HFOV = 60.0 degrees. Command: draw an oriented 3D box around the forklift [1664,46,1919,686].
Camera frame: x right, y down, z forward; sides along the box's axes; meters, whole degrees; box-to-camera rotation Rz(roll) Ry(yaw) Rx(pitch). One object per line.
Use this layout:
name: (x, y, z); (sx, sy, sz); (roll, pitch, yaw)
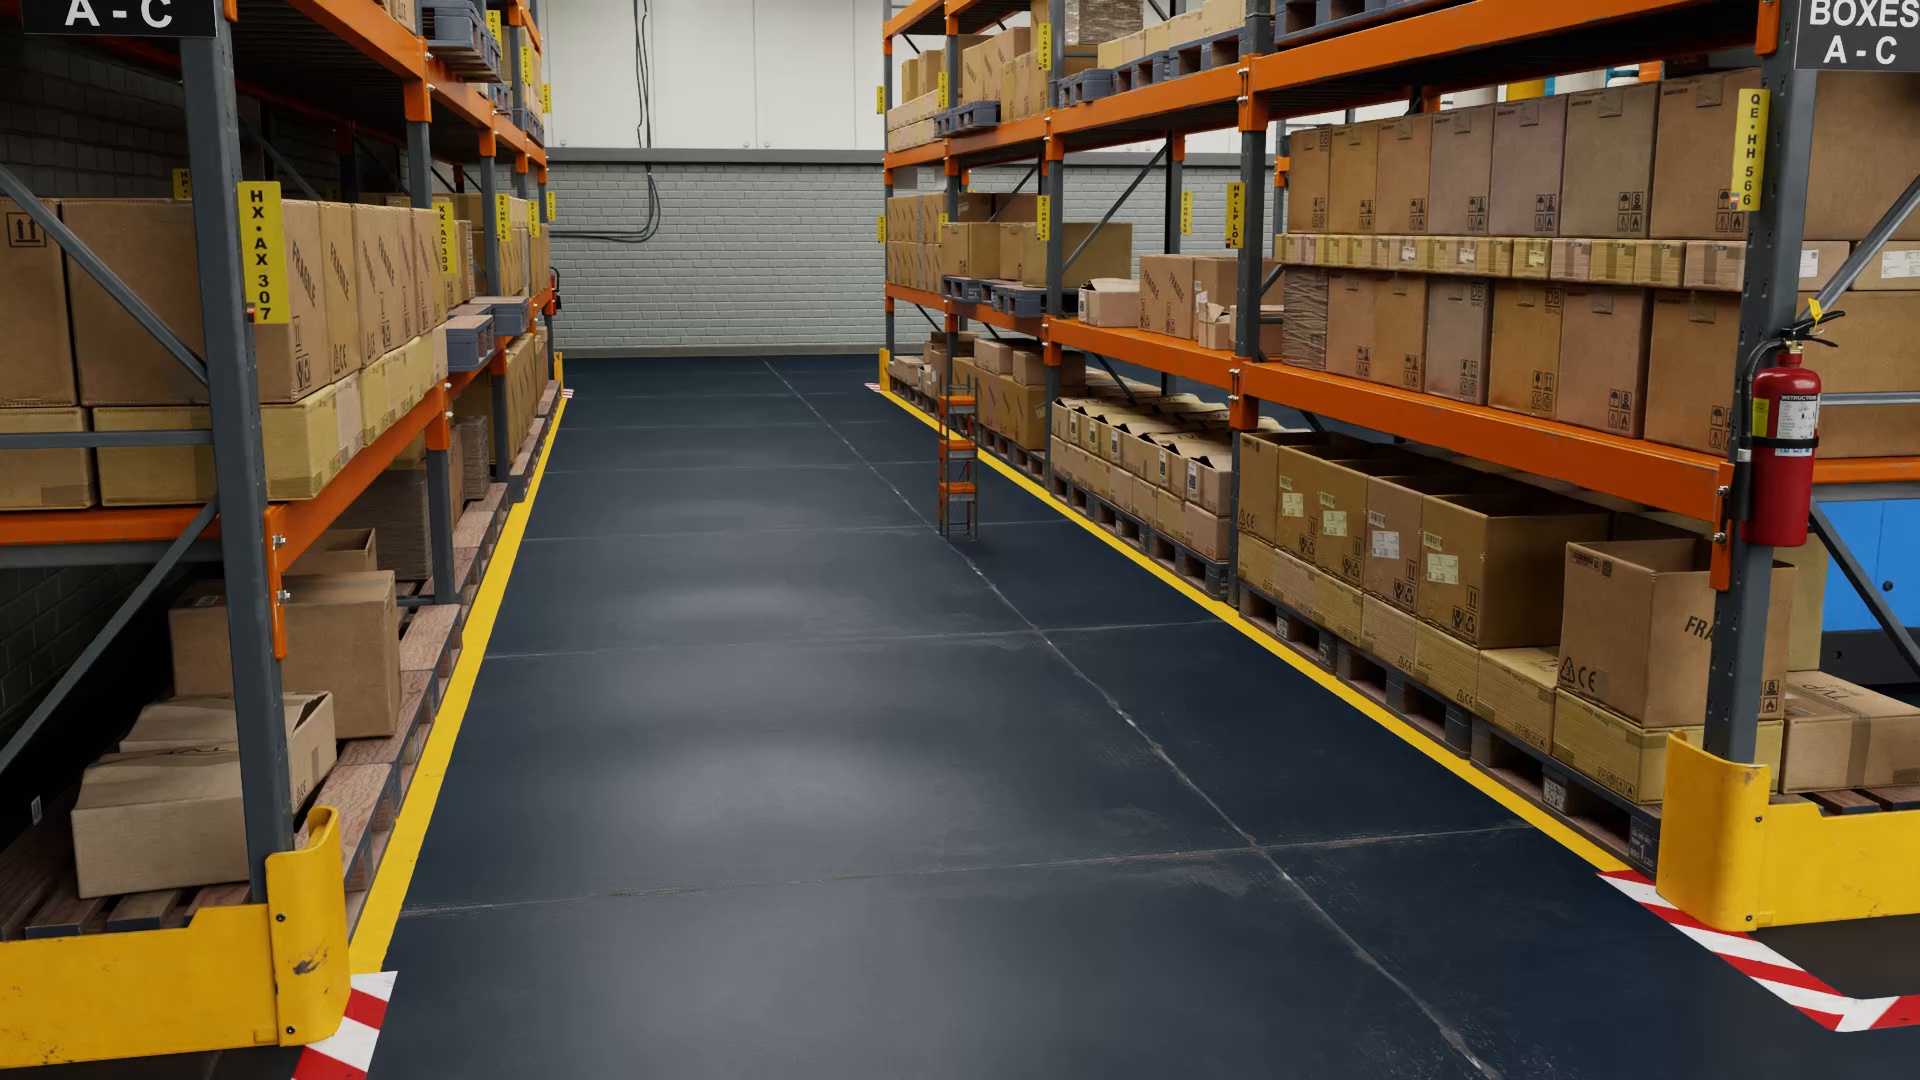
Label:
forklift: (3.587, -1.031, 8.272); (1.130, 2.935, 3.031); (-2, 11, -10)

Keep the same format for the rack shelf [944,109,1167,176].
rack shelf: (0.762, -3.356, 14.210); (1.077, 0.370, 4.000); (-2, 11, -11)

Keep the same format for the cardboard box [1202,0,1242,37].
cardboard box: (1.709, -2.956, 9.460); (0.500, 0.250, 0.500); (-3, 11, -17)

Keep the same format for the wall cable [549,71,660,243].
wall cable: (-6.013, -5.628, 24.503); (3.097, 2.526, 0.112); (-2, 11, -11)

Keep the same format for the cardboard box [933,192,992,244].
cardboard box: (0.020, -3.227, 16.685); (0.500, 0.500, 0.500); (-2, 11, -11)

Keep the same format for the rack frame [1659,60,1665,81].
rack frame: (6.010, -4.996, 12.878); (1.000, 3.000, 0.127); (-2, 11, -11)

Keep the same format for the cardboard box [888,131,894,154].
cardboard box: (-0.555, -4.633, 19.395); (0.500, 0.250, 0.500); (-2, 11, -11)

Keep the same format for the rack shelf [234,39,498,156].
rack shelf: (-3.319, -2.442, 9.405); (1.077, 0.370, 4.000); (-2, 11, -11)

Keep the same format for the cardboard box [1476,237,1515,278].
cardboard box: (2.192, -1.071, 6.296); (0.380, 0.149, 0.250); (-2, 11, -9)

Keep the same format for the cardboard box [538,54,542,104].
cardboard box: (-4.854, -5.055, 18.216); (0.500, 0.500, 0.500); (-2, 11, -11)

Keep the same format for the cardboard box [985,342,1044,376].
cardboard box: (0.520, -1.587, 14.513); (0.500, 0.250, 0.500); (-2, 11, -12)

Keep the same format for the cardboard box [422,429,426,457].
cardboard box: (-3.283, -0.622, 9.444); (0.500, 0.250, 0.500); (-2, 11, -13)

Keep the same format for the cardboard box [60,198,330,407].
cardboard box: (-1.950, -0.624, 4.297); (0.500, 0.500, 0.500); (-2, 11, -11)

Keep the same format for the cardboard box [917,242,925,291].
cardboard box: (-0.180, -2.923, 17.765); (0.500, 0.500, 0.500); (-2, 11, -10)

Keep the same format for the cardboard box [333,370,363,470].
cardboard box: (-2.050, -0.353, 4.878); (0.500, 0.250, 0.500); (-2, 11, -13)

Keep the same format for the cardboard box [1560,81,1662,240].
cardboard box: (2.510, -1.281, 5.665); (0.700, 0.500, 0.500); (-2, 11, -12)

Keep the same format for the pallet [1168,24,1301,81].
pallet: (1.744, -2.677, 9.226); (0.805, 0.209, 1.217); (-3, 11, -13)

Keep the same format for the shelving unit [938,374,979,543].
shelving unit: (-0.010, -0.526, 10.650); (0.215, 1.050, 0.252); (-2, 11, -11)

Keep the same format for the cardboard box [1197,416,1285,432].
cardboard box: (1.792, -0.634, 10.734); (0.500, 0.311, 0.500); (-2, 11, -9)

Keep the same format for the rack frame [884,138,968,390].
rack frame: (-0.405, -3.337, 20.205); (1.000, 3.000, 0.127); (-2, 11, -11)

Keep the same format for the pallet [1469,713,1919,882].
pallet: (2.517, 0.829, 5.777); (1.003, 0.211, 1.213); (-2, 11, -11)

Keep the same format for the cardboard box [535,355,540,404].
cardboard box: (-4.625, -1.634, 16.820); (0.700, 0.500, 0.500); (-2, 11, -12)

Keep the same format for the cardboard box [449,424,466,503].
cardboard box: (-3.530, -0.448, 10.536); (0.700, 0.500, 0.500); (-2, 11, -11)

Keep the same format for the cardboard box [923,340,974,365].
cardboard box: (0.002, -1.937, 18.352); (0.797, 0.503, 0.637); (-2, 11, -11)

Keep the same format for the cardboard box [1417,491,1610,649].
cardboard box: (2.102, 0.103, 6.356); (0.500, 0.500, 0.500); (-2, 11, -11)

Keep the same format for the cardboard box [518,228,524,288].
cardboard box: (-3.950, -2.366, 13.989); (0.500, 0.500, 0.500); (-2, 11, -11)

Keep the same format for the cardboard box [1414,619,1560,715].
cardboard box: (2.104, 0.472, 6.426); (0.500, 0.250, 0.500); (-2, 11, -11)

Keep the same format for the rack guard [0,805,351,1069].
rack guard: (-2.167, 0.993, 4.144); (1.175, 0.500, 0.348); (-2, 11, -11)

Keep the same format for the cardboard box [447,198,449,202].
cardboard box: (-3.611, -2.210, 11.108); (0.380, 0.149, 0.250); (-4, 11, -18)

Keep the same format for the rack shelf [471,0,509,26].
rack shelf: (-4.875, -5.282, 16.853); (0.919, 0.124, 3.809); (-2, 11, -11)

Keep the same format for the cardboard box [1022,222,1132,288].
cardboard box: (0.918, -2.236, 13.033); (0.700, 0.500, 0.500); (-6, 12, -30)

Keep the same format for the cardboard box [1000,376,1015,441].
cardboard box: (0.638, -1.116, 14.044); (0.500, 0.500, 0.500); (-3, 11, -13)

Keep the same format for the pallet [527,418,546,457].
pallet: (-4.262, -0.914, 14.932); (1.003, 0.211, 1.213); (-2, 11, -11)

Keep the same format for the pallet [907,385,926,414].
pallet: (-0.001, -1.583, 18.451); (1.003, 0.211, 1.213); (-2, 11, -11)

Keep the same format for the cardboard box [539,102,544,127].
cardboard box: (-4.861, -4.686, 18.285); (0.500, 0.250, 0.500); (-2, 11, -9)

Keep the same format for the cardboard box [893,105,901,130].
cardboard box: (-0.470, -4.786, 18.864); (0.500, 0.250, 0.500); (-2, 11, -11)

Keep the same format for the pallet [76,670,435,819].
pallet: (-2.524, 0.761, 6.134); (1.003, 0.211, 1.213); (-2, 11, -11)

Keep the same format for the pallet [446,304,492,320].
pallet: (-3.283, -1.233, 9.664); (1.003, 0.211, 1.213); (-2, 11, -11)

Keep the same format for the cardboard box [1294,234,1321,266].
cardboard box: (1.840, -1.401, 8.034); (0.380, 0.149, 0.250); (-2, 11, -10)

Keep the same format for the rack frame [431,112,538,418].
rack frame: (-4.486, -2.422, 15.400); (1.000, 3.000, 0.127); (-2, 11, -11)

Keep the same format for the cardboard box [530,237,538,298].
cardboard box: (-4.575, -2.670, 15.898); (0.980, 0.700, 0.700); (-2, 11, -10)

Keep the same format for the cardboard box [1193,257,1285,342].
cardboard box: (1.693, -1.423, 9.883); (0.500, 0.500, 0.500); (-1, 11, -7)

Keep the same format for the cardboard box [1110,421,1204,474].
cardboard box: (1.272, -0.610, 10.609); (0.500, 0.311, 0.500); (-2, 11, -12)

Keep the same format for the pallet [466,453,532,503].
pallet: (-3.787, -0.466, 12.581); (1.003, 0.211, 1.213); (-2, 11, -11)

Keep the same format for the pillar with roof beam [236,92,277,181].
pillar with roof beam: (-0.081, -4.522, 10.390); (9.100, 9.000, 0.400); (-2, 11, -11)

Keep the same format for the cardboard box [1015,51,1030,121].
cardboard box: (0.934, -3.564, 13.112); (0.910, 0.500, 0.500); (-2, 11, -11)

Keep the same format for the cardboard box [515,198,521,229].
cardboard box: (-3.955, -2.732, 13.904); (0.500, 0.250, 0.500); (-2, 11, -10)

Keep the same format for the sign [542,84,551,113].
sign: (-4.729, -5.043, 18.989); (0.100, 0.325, 0.005); (-2, 11, -11)

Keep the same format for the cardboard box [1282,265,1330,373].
cardboard box: (2.021, -1.104, 8.206); (0.700, 0.500, 0.500); (-2, 11, -12)

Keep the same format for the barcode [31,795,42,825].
barcode: (-2.594, 0.760, 4.671); (0.001, 0.075, 0.075); (-2, 11, -11)

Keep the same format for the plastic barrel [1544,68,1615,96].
plastic barrel: (5.714, -4.401, 15.311); (0.600, 0.901, 0.708); (-2, 11, -11)

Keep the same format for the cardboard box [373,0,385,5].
cardboard box: (-2.358, -2.210, 5.944); (0.500, 0.500, 0.500); (-3, 11, -13)

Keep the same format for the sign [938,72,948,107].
sign: (-0.158, -4.309, 15.910); (0.100, 0.325, 0.005); (-2, 11, -11)

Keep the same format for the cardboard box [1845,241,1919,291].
cardboard box: (2.841, -0.850, 5.136); (0.380, 0.149, 0.250); (-2, 11, -11)
